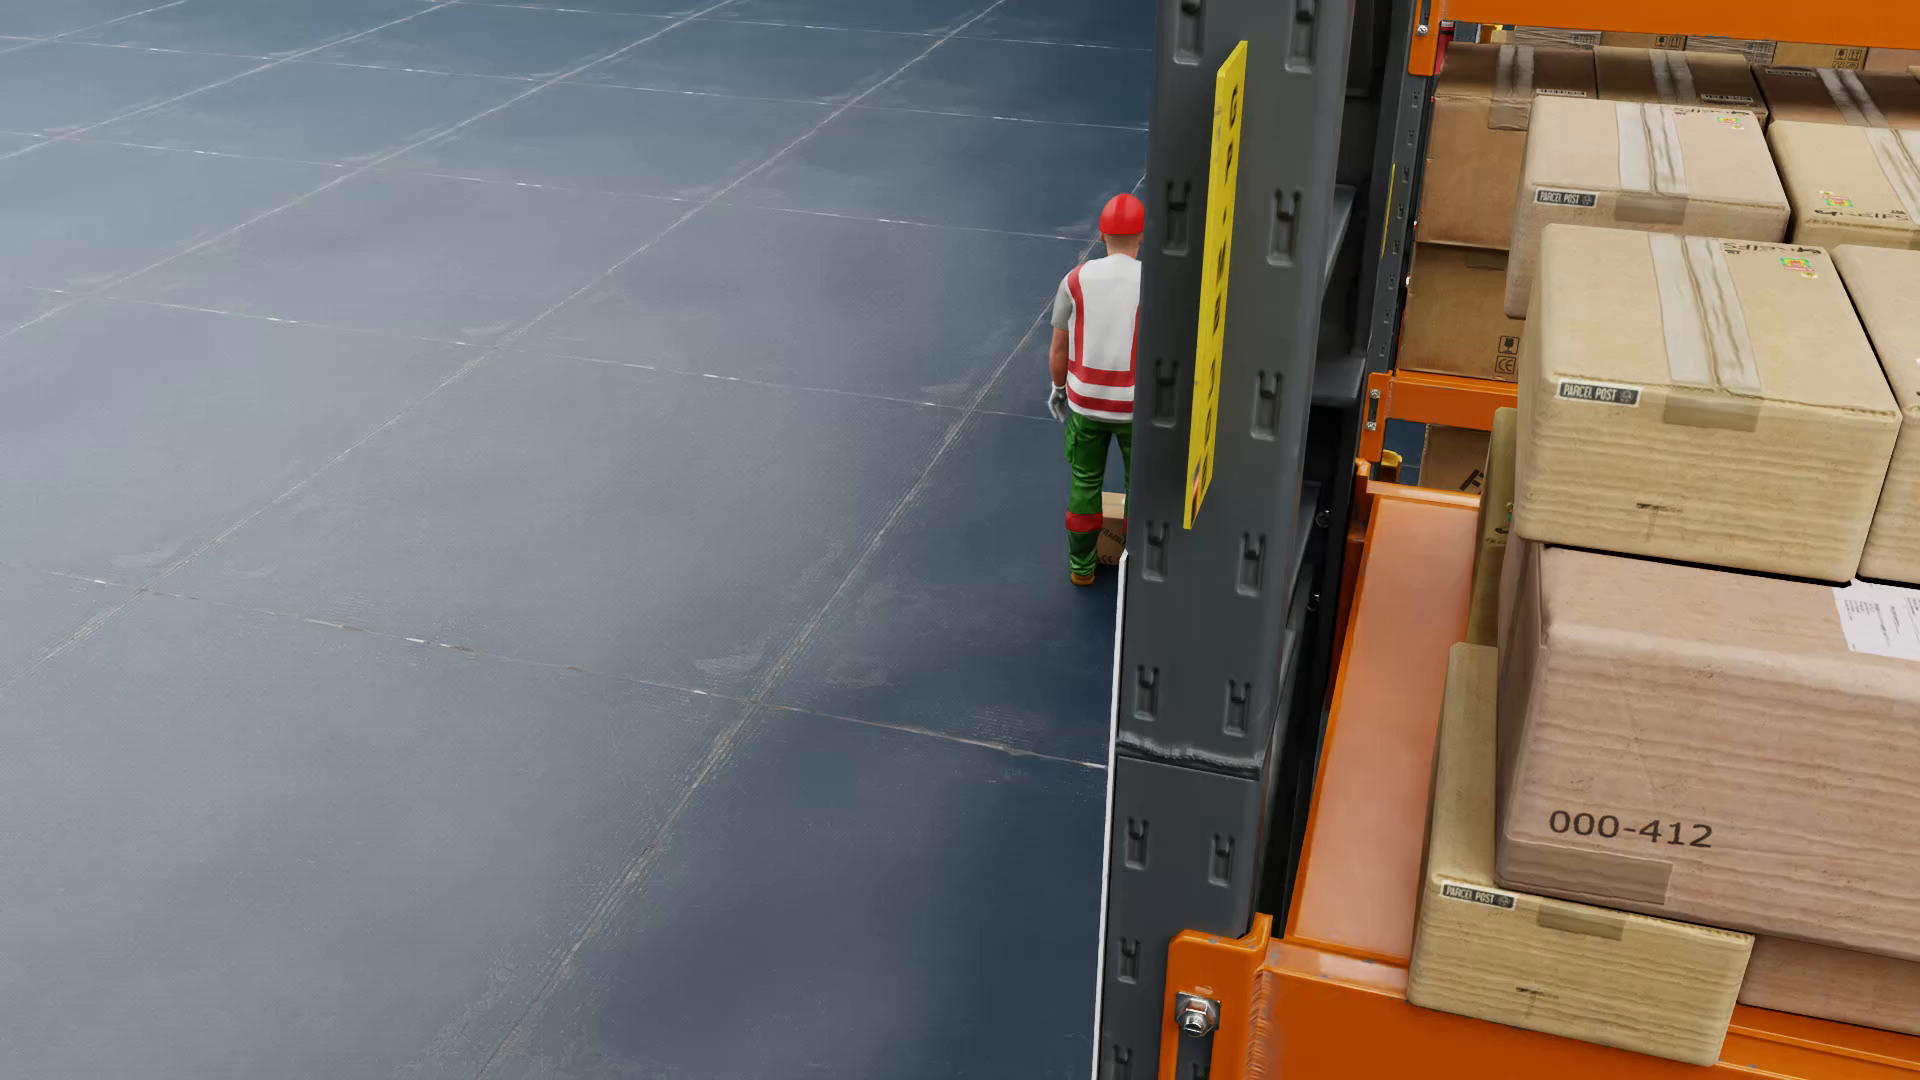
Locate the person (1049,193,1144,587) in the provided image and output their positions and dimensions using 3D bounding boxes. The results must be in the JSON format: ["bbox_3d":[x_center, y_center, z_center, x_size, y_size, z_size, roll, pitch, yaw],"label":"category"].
[{"bbox_3d":[0.681,-0.610,7.213,0.608,1.779,0.451,9,30,15],"label":"person"}]
